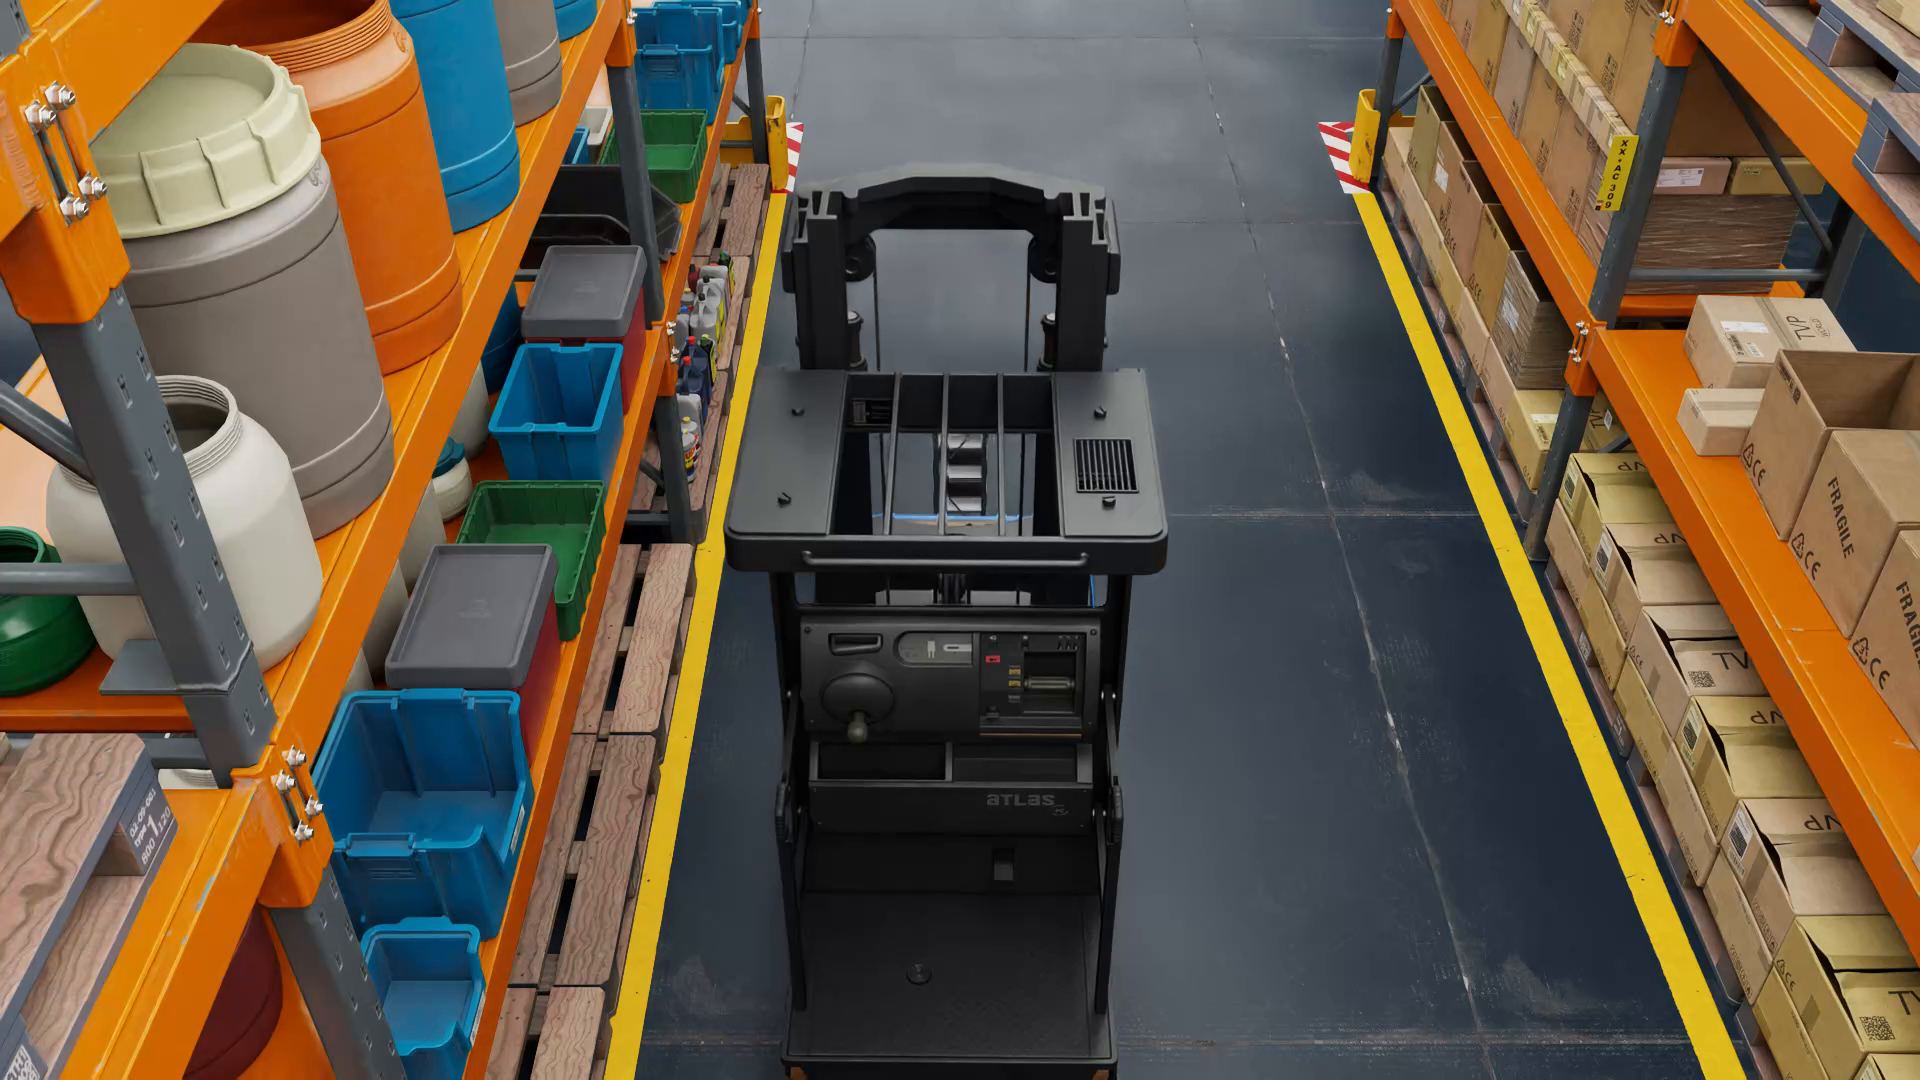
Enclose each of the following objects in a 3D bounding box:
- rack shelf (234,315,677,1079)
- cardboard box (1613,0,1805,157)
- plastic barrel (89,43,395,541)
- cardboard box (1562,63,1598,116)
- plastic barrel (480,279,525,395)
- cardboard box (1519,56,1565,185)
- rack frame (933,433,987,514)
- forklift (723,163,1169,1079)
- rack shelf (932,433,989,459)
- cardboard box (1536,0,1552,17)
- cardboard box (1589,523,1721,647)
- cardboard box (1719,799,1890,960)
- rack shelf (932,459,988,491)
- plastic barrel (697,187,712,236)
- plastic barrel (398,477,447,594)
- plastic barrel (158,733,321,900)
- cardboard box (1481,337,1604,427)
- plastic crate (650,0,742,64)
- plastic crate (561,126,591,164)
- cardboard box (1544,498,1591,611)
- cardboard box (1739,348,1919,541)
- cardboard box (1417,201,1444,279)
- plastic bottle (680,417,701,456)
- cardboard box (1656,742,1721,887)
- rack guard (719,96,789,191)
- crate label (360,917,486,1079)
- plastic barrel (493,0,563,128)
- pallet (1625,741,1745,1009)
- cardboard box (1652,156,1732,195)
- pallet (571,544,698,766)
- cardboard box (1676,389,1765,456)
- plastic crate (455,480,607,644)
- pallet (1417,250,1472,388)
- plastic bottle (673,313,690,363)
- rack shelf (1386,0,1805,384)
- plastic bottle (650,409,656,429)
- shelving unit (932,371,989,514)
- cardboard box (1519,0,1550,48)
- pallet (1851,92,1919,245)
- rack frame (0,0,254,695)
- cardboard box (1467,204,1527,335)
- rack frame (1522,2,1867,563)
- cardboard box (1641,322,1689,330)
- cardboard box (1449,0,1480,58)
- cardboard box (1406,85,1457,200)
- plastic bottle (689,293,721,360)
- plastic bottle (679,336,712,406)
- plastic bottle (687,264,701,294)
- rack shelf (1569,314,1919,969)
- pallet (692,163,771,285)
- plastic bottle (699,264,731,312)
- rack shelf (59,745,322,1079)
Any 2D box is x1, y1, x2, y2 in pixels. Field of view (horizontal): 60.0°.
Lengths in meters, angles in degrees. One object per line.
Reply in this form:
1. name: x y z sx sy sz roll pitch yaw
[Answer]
1. rack shelf: -1.760 0.429 5.637 1.077 0.370 4.000 0 39 0
2. cardboard box: 3.184 -1.927 6.883 0.700 0.500 0.500 0 39 0
3. plastic barrel: -1.542 -0.481 3.398 0.600 0.901 0.600 0 39 0
4. cardboard box: 2.974 -2.048 7.554 0.380 0.149 0.250 0 39 0
5. plastic barrel: -2.065 -1.056 6.514 0.600 0.901 0.708 0 39 0
6. cardboard box: 3.180 -2.064 8.092 0.700 0.500 0.500 1 39 1
7. rack frame: 0.000 -0.282 7.628 0.240 0.900 0.006 0 39 0
8. forklift: -0.030 0.512 5.013 1.130 2.935 3.031 0 39 1
9. rack shelf: 0.000 -0.461 7.616 0.258 0.077 0.200 0 39 0
10. cardboard box: 3.182 -2.868 8.058 0.700 0.500 0.500 0 39 0
11. cardboard box: 2.938 0.158 6.814 0.500 0.311 0.500 0 39 -1
12. cardboard box: 2.944 1.120 5.614 0.500 0.311 0.500 0 39 0
13. rack shelf: 0.000 -0.320 7.729 0.258 0.077 0.200 0 39 0
14. plastic barrel: -1.689 -2.072 9.836 0.421 0.512 0.421 0 39 0
15. plastic barrel: -1.980 -0.098 5.611 0.433 0.535 0.433 0 39 0
16. plastic barrel: -1.973 0.712 4.619 0.421 0.512 0.421 0 39 0
17. cardboard box: 2.981 -0.797 8.455 0.500 0.250 0.500 0 39 0
18. plastic crate: -1.472 -2.827 9.243 0.499 0.251 0.408 0 39 0
19. plastic crate: -2.035 -1.736 7.883 0.499 0.251 0.616 0 39 0
20. cardboard box: 2.944 0.058 7.388 0.500 0.250 0.500 -1 39 -1
21. cardboard box: 3.176 -0.333 5.933 0.500 0.500 0.500 3 39 3
22. cardboard box: 2.969 -1.735 9.625 0.500 0.250 0.500 0 39 0
23. plastic bottle: -1.325 -0.509 8.118 0.097 0.201 0.097 0 39 0
24. cardboard box: 2.946 1.019 6.188 0.500 0.250 0.500 1 39 1
25. rack guard: -1.720 -2.581 10.816 1.175 0.500 0.348 0 39 0
26. crate label: -1.384 1.200 4.233 0.303 0.233 0.416 0 39 0
27. plastic barrel: -1.544 -1.742 4.971 0.600 0.901 0.600 0 39 0
28. pallet: 3.235 1.210 6.317 1.003 0.211 1.213 0 39 0
29. cardboard box: 2.976 -1.566 6.952 0.380 0.149 0.250 0 39 0
30. pallet: -1.723 0.477 7.232 1.003 0.211 1.213 0 39 0
31. cardboard box: 2.987 -0.451 6.361 0.380 0.149 0.250 0 39 0
32. plastic crate: -1.478 0.069 5.680 0.450 0.188 0.662 0 39 0
33. pallet: 3.227 -1.278 9.421 1.003 0.211 1.213 0 39 0
34. plastic bottle: -1.497 -1.084 8.776 0.152 0.276 0.135 0 39 0
35. rack shelf: 3.189 -2.074 8.760 1.077 0.370 4.000 0 39 0
36. plastic bottle: -1.493 -0.745 8.294 0.144 0.351 0.185 0 39 0
37. shelving unit: 0.000 -0.346 7.708 0.258 0.900 0.210 0 39 0
38. cardboard box: 2.973 -2.526 8.150 0.380 0.149 0.250 1 39 1
39. pallet: 3.101 -0.823 4.376 1.003 0.211 1.213 2 39 2
40. rack frame: -1.758 -0.942 1.975 1.000 3.000 0.127 0 39 0
41. cardboard box: 2.978 -1.402 8.610 0.500 0.500 0.500 0 39 0
42. rack frame: 3.191 -1.104 6.974 1.000 3.000 0.127 0 39 0
43. cardboard box: 3.503 -0.778 7.830 0.500 0.500 0.500 0 39 0
44. cardboard box: 3.179 -3.024 9.290 0.700 0.500 0.500 1 39 1
45. cardboard box: 2.967 -2.340 9.781 0.500 0.500 0.500 0 39 0
46. plastic bottle: -1.349 -1.129 8.773 0.144 0.351 0.185 0 39 0
47. plastic bottle: -1.349 -0.864 8.441 0.144 0.351 0.185 -2 39 -2
48. plastic bottle: -1.460 -1.409 9.176 0.061 0.283 0.133 0 39 0
49. rack shelf: 3.193 0.428 5.638 1.077 0.370 4.000 0 39 0
50. pallet: -1.724 -1.960 10.273 1.003 0.211 1.213 0 39 0
51. plastic bottle: -1.354 -1.407 9.179 0.152 0.276 0.135 0 39 0
52. rack shelf: -1.756 1.760 1.578 1.077 0.370 4.000 0 39 0
